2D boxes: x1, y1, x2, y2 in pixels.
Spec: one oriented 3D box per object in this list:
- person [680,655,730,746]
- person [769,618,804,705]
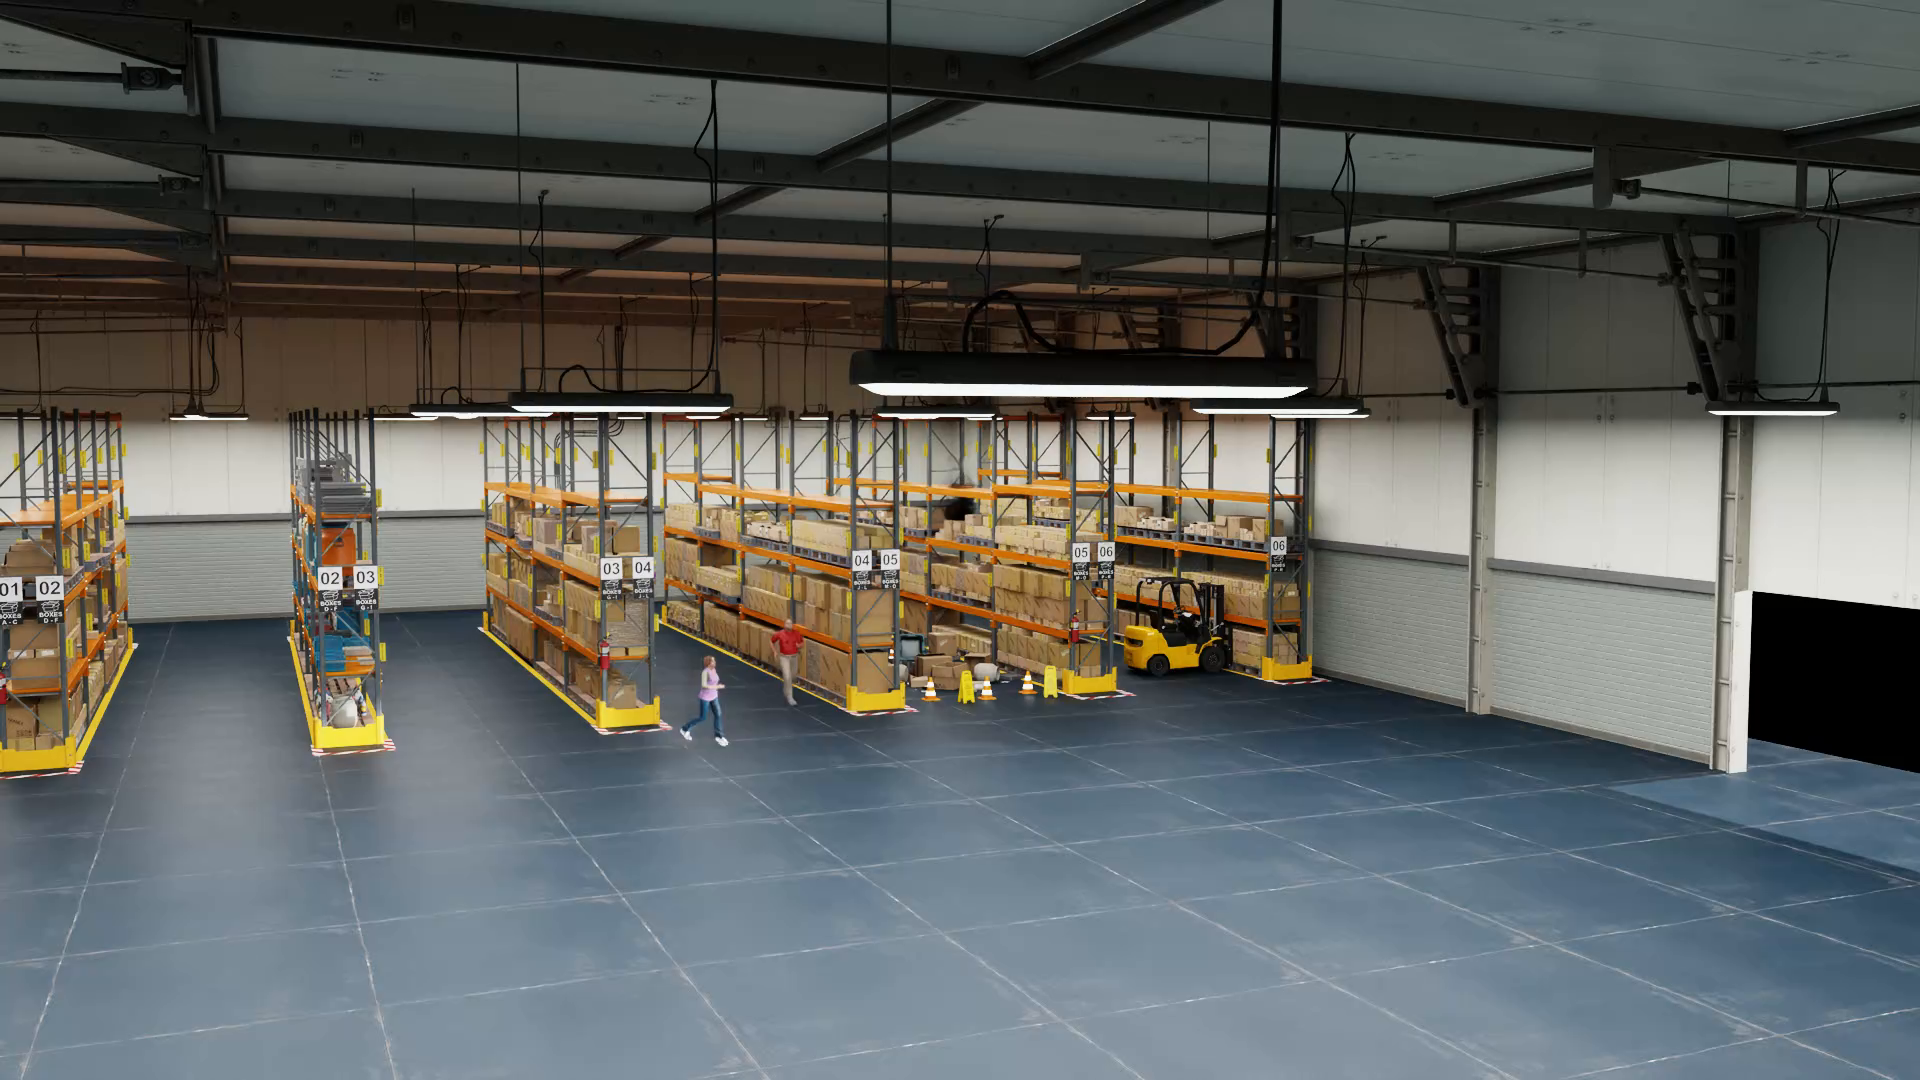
[{"bbox_3d":[-4.532,2.848,29.625,0.888,1.612,0.550,1,4,19],"label":"person"},{"bbox_3d":[-3.506,2.460,34.011,0.662,1.711,0.989,-2,5,-29],"label":"person"}]
